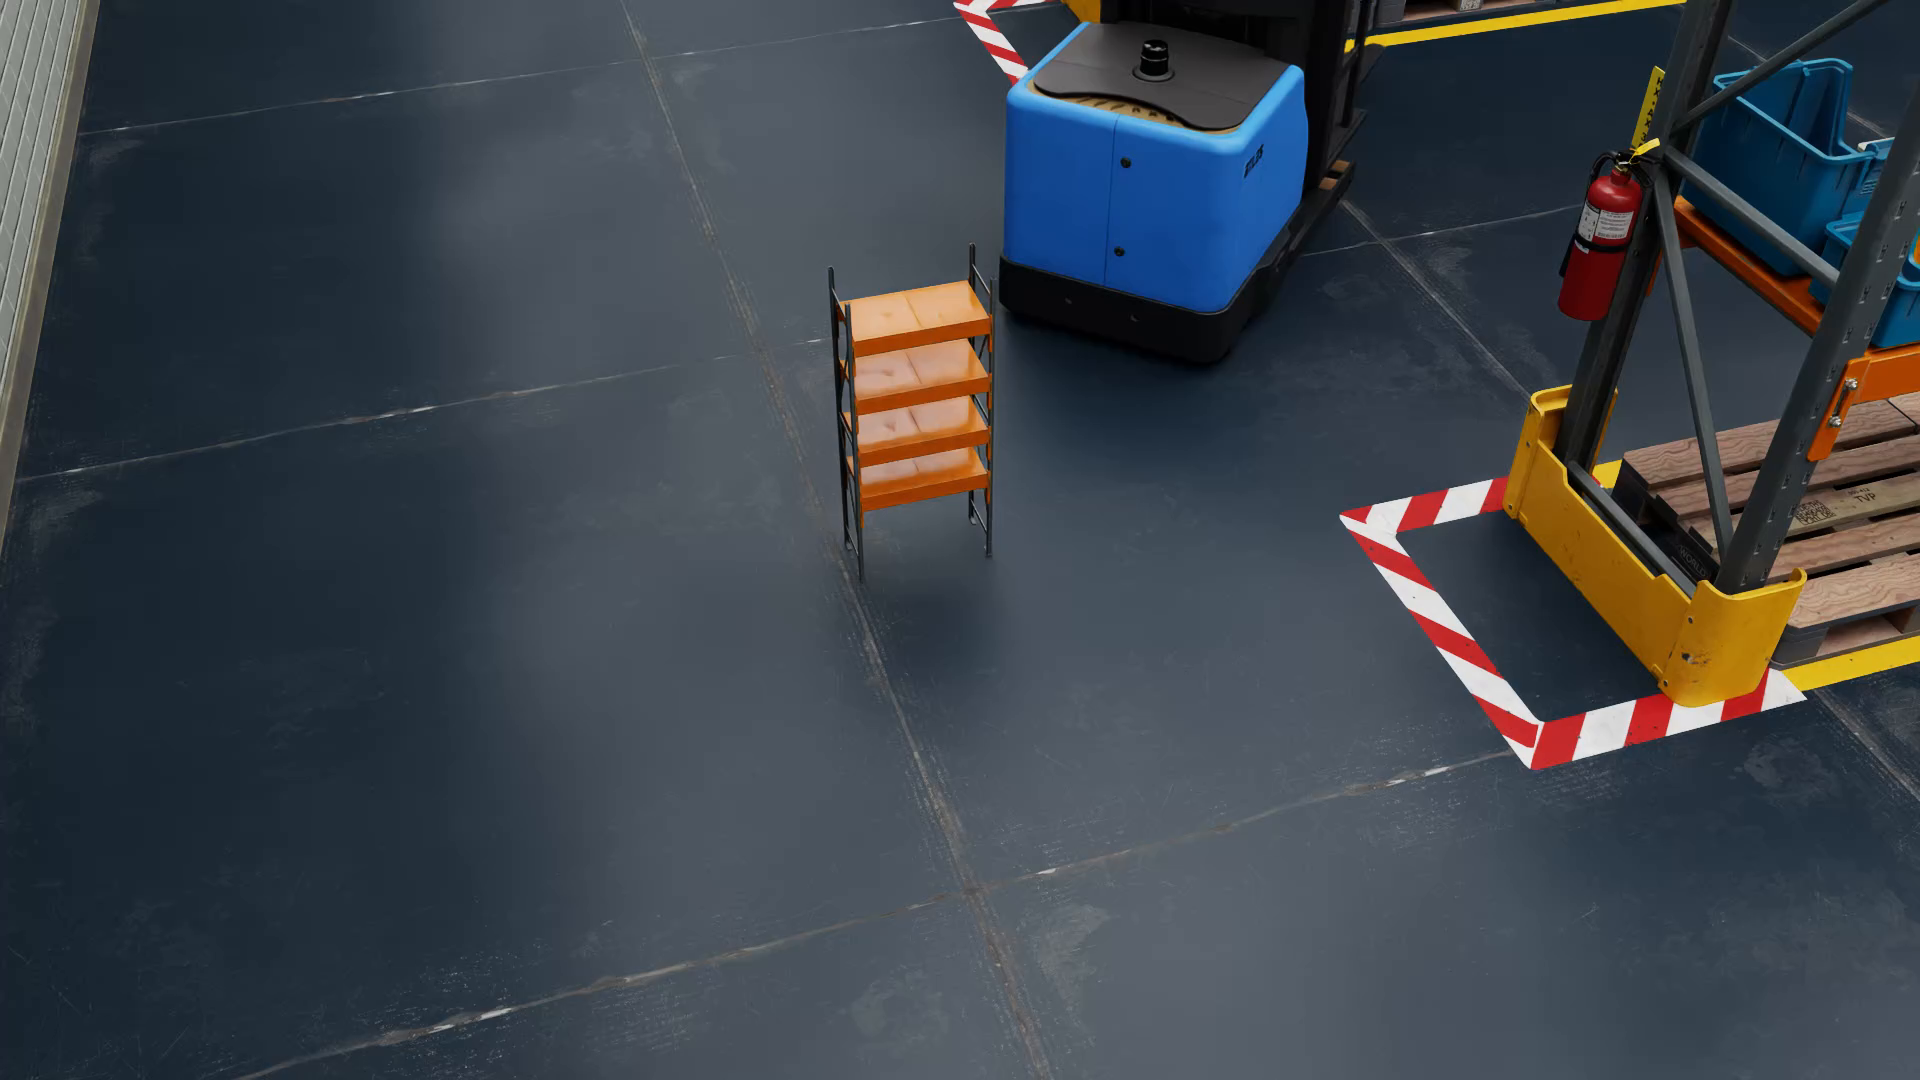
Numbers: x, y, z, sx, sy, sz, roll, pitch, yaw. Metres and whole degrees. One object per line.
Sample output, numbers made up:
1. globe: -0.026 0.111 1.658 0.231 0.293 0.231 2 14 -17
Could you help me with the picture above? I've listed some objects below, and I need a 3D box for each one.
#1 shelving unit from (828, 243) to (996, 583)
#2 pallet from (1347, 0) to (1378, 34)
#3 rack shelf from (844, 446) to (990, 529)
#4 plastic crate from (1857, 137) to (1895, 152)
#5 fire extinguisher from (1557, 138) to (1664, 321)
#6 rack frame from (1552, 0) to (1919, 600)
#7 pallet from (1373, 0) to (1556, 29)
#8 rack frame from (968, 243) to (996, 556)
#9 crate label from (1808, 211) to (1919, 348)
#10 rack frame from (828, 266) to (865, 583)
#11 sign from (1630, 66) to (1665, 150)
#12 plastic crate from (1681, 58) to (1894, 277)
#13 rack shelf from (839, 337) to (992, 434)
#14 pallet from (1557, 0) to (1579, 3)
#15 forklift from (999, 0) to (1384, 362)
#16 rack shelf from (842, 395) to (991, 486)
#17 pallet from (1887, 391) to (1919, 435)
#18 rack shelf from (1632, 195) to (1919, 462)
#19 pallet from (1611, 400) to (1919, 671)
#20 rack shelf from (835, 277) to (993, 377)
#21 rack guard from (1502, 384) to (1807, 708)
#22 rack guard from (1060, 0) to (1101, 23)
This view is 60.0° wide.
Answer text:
1. shelving unit: -0.158 -0.419 5.818 0.503 1.200 0.258 -12 42 -13
2. pallet: 1.679 -3.232 9.789 1.213 0.211 1.003 -12 42 -13
3. rack shelf: -0.158 -0.219 5.993 0.480 0.148 0.258 -12 42 -13
4. plastic crate: 3.151 -1.165 5.459 0.243 0.136 0.396 -12 42 -13
5. fire extinguisher: 2.148 -1.053 5.517 0.183 0.674 0.296 -12 42 -13
6. rack frame: 2.428 -0.967 5.077 0.127 3.000 1.000 -12 42 -13
7. pallet: 2.841 -3.471 10.062 1.213 0.211 1.003 -12 42 -13
8. rack frame: 0.075 -0.467 5.873 0.015 1.200 0.240 -12 42 -13
9. crate label: 2.762 -0.769 4.932 0.303 0.233 0.416 -12 42 -13
10. rack frame: -0.391 -0.371 5.763 0.015 1.200 0.240 -12 42 -13
11. sign: 2.247 -1.370 5.415 0.005 0.325 0.100 -12 42 -13
12. plastic crate: 2.691 -1.186 5.255 0.499 0.435 0.616 -12 42 -13
13. rack shelf: -0.158 -0.537 5.715 0.480 0.148 0.258 -12 42 -13
14. pallet: 4.007 -3.714 10.341 1.213 0.211 1.003 -12 42 -13
15. forklift: 1.293 -2.816 7.245 1.130 2.935 3.031 19 44 20
16. rack shelf: -0.158 -0.368 5.862 0.480 0.148 0.258 -12 42 -13
17. pallet: 4.388 -0.294 6.426 1.213 0.211 1.003 -12 42 -13
18. rack shelf: 4.336 -1.091 5.766 4.000 0.370 1.077 -12 42 -13
19. pallet: 3.226 -0.056 6.153 1.213 0.211 1.003 -12 42 -13
20. rack shelf: -0.158 -0.715 5.559 0.480 0.148 0.258 -12 42 -13
21. rack guard: 2.409 -0.013 5.885 0.348 0.500 1.175 -12 42 -13
22. rack guard: 0.917 -3.129 9.452 0.348 0.500 1.175 -12 42 -13
